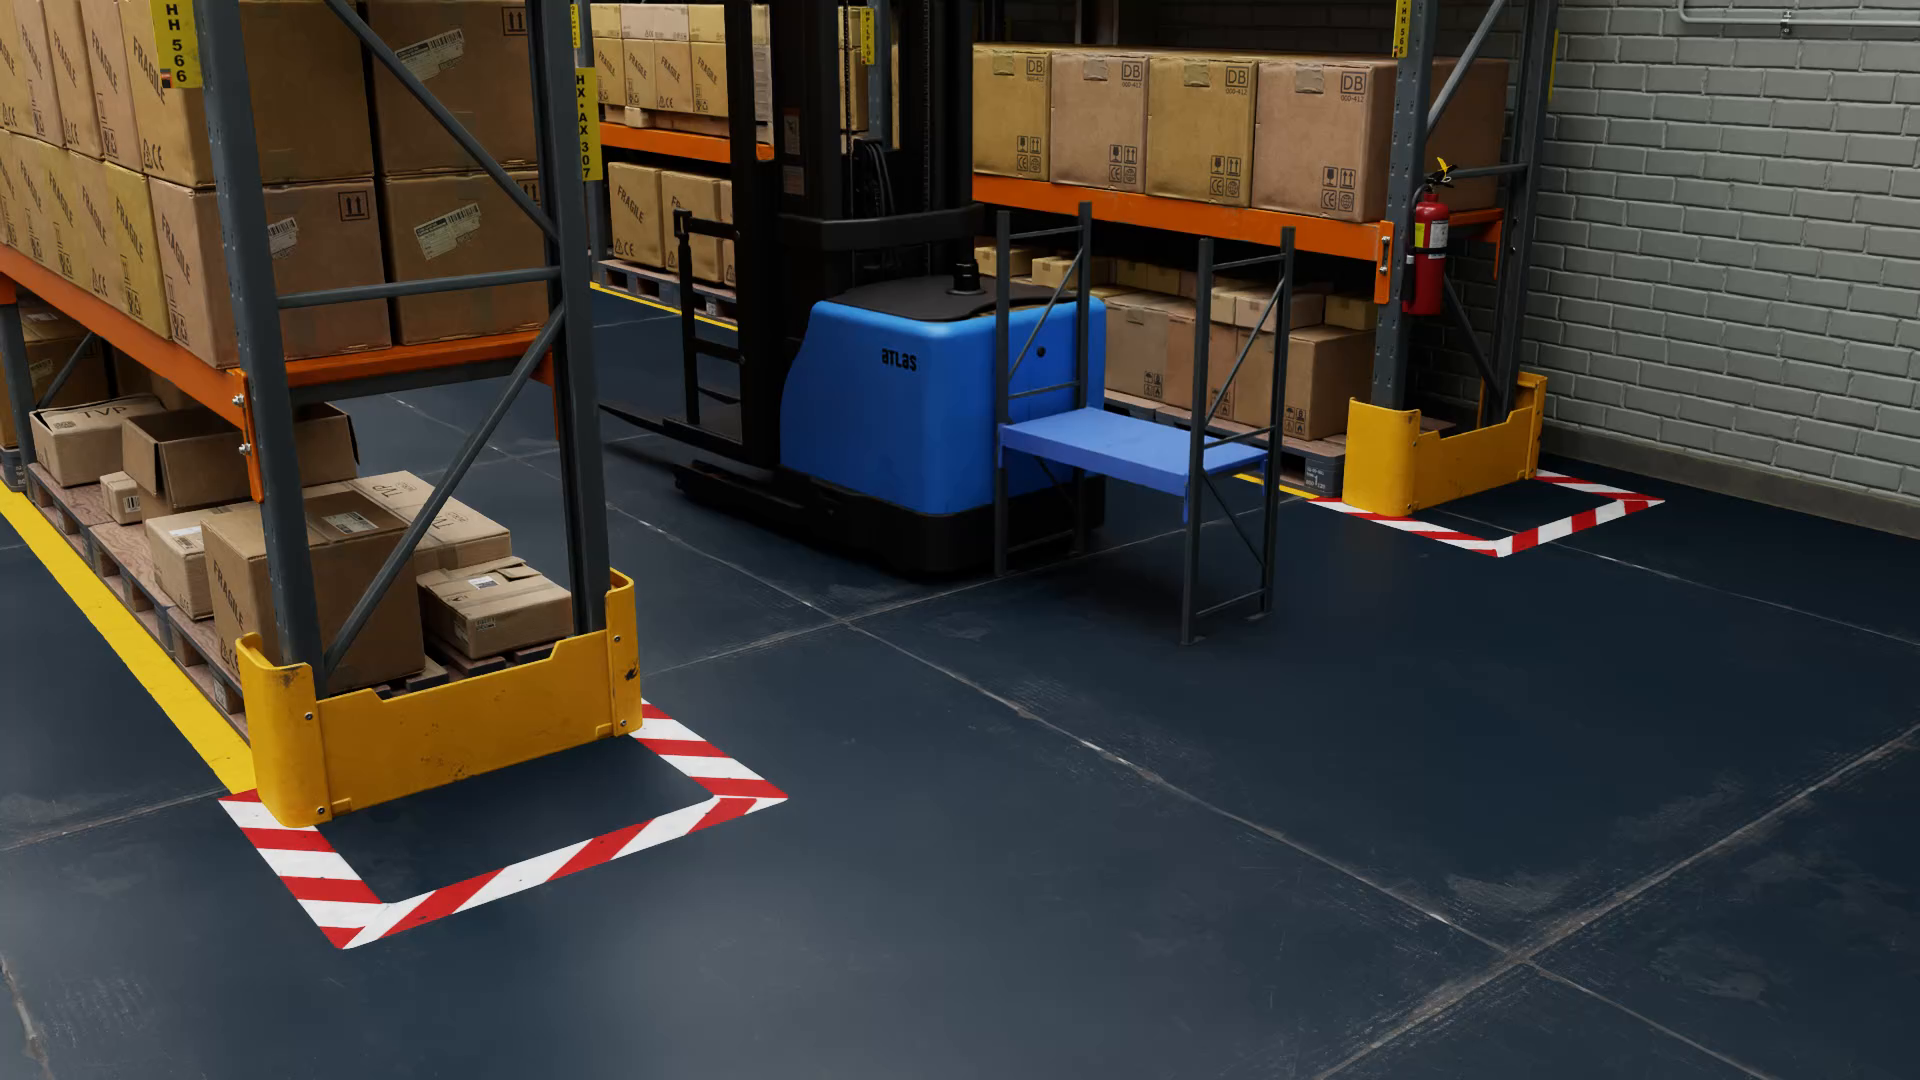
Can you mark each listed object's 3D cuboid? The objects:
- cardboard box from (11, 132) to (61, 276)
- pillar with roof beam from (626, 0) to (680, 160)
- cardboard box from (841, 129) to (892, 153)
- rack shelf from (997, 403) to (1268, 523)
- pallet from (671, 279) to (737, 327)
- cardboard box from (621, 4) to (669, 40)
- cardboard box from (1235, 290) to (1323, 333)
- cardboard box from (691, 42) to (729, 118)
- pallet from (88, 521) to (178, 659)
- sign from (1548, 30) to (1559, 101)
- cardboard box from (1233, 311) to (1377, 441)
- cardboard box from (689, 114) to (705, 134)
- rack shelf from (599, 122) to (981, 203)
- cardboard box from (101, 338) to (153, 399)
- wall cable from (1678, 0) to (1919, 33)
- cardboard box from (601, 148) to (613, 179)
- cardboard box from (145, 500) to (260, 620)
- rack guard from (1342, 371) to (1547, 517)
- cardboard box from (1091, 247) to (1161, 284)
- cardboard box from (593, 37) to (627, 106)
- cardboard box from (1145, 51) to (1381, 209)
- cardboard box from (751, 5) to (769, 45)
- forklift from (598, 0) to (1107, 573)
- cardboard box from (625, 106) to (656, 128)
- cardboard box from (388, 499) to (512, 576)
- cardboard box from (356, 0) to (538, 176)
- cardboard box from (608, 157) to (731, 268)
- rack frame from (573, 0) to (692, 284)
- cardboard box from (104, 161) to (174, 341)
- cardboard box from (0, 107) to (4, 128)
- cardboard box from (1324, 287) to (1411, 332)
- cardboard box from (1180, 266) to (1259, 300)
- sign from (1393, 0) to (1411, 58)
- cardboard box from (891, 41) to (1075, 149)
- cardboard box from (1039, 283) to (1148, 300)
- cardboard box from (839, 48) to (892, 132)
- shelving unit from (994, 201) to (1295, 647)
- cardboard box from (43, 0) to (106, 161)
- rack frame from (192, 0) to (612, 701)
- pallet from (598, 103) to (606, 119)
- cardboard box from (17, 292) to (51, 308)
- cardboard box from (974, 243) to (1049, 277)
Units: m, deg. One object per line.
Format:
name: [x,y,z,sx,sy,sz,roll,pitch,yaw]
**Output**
cardboard box: [-3.294,-1.320,6.419,0.500,0.500,0.500,-14,23,-36]
pillar with roof beam: [-6.132,-6.151,11.624,9.100,9.000,0.400,-14,23,-36]
cardboard box: [-0.577,-2.587,10.771,0.380,0.149,0.250,-14,23,-36]
rack shelf: [0.677,-0.319,6.512,0.538,0.185,1.000,-16,24,-39]
pallet: [-1.445,-1.821,12.527,1.003,0.211,1.213,-14,23,-36]
cardboard box: [-2.214,-3.914,12.554,0.500,0.250,0.500,-14,23,-37]
cardboard box: [1.603,-1.153,8.349,0.380,0.149,0.250,-14,23,-37]
cardboard box: [-1.573,-3.303,11.901,0.500,0.500,0.500,-13,22,-35]
pallet: [-2.838,0.093,6.746,1.003,0.211,1.213,-14,23,-36]
sign: [2.778,-2.239,7.848,0.100,0.325,0.005,-14,23,-36]
cardboard box: [1.826,-0.849,8.463,0.700,0.500,0.500,-14,23,-36]
cardboard box: [-1.785,-3.107,12.341,0.380,0.149,0.250,-14,23,-35]
rack shelf: [-1.387,-2.820,12.252,1.077,0.370,4.000,-14,23,-36]
cardboard box: [-4.135,-0.890,8.555,0.500,0.500,0.500,-15,24,-39]
wall cable: [3.875,-2.035,7.119,0.084,1.984,1.851,-14,23,-36]
cardboard box: [-3.421,-3.353,14.799,0.500,0.250,0.500,-13,23,-35]
cardboard box: [-2.639,0.055,6.098,0.500,0.250,0.500,-14,23,-36]
rack guard: [2.354,-0.491,8.049,1.175,0.500,0.348,-14,23,-36]
cardboard box: [0.954,-1.603,9.708,0.380,0.149,0.250,-14,23,-36]
cardboard box: [-2.527,-3.683,13.049,0.500,0.500,0.500,-13,22,-35]
cardboard box: [1.554,-2.126,8.535,0.980,0.700,0.700,-14,23,-37]
cardboard box: [-1.262,-3.542,11.429,0.500,0.250,0.500,-13,23,-35]
forklift: [-0.718,-1.643,7.661,1.130,2.935,3.031,-16,24,-39]
cardboard box: [-2.357,-3.273,12.841,0.380,0.149,0.250,-13,22,-34]
cardboard box: [-1.968,0.069,6.058,0.500,0.250,0.500,-14,23,-36]
cardboard box: [-1.611,-1.398,5.064,0.500,0.500,0.500,-13,22,-34]
cardboard box: [-2.275,-2.626,13.274,0.750,0.750,0.750,-14,23,-37]
rack frame: [-2.628,-3.654,13.627,1.000,3.000,0.127,-14,23,-36]
cardboard box: [-2.358,-0.947,5.292,0.500,0.500,0.500,-14,23,-36]
cardboard box: [-3.633,-1.925,6.655,0.500,0.500,0.500,-15,23,-38]
cardboard box: [2.060,-1.165,8.385,0.380,0.149,0.250,-14,23,-36]
cardboard box: [1.431,-1.414,9.137,0.380,0.149,0.250,-14,23,-35]
sign: [1.905,-2.243,7.145,0.100,0.325,0.005,-14,23,-36]
cardboard box: [0.179,-2.674,10.190,0.980,0.700,0.700,-14,23,-35]
cardboard box: [0.865,-1.226,9.601,0.700,0.500,0.500,-13,23,-35]
cardboard box: [-0.629,-2.932,10.780,0.500,0.500,0.500,-14,23,-37]
shelving unit: [0.677,-0.490,6.455,0.538,1.500,1.048,-16,24,-39]
cardboard box: [-2.674,-1.545,5.506,0.500,0.500,0.500,-13,22,-35]
rack frame: [-1.542,-0.715,4.751,1.000,3.000,0.127,-14,23,-36]
pallet: [-3.154,-3.718,14.125,1.213,0.211,1.003,-14,23,-36]
cardboard box: [-5.168,-1.036,8.996,0.500,0.500,0.500,-14,23,-35]
cardboard box: [0.309,-1.665,9.896,0.380,0.149,0.250,-13,22,-34]
